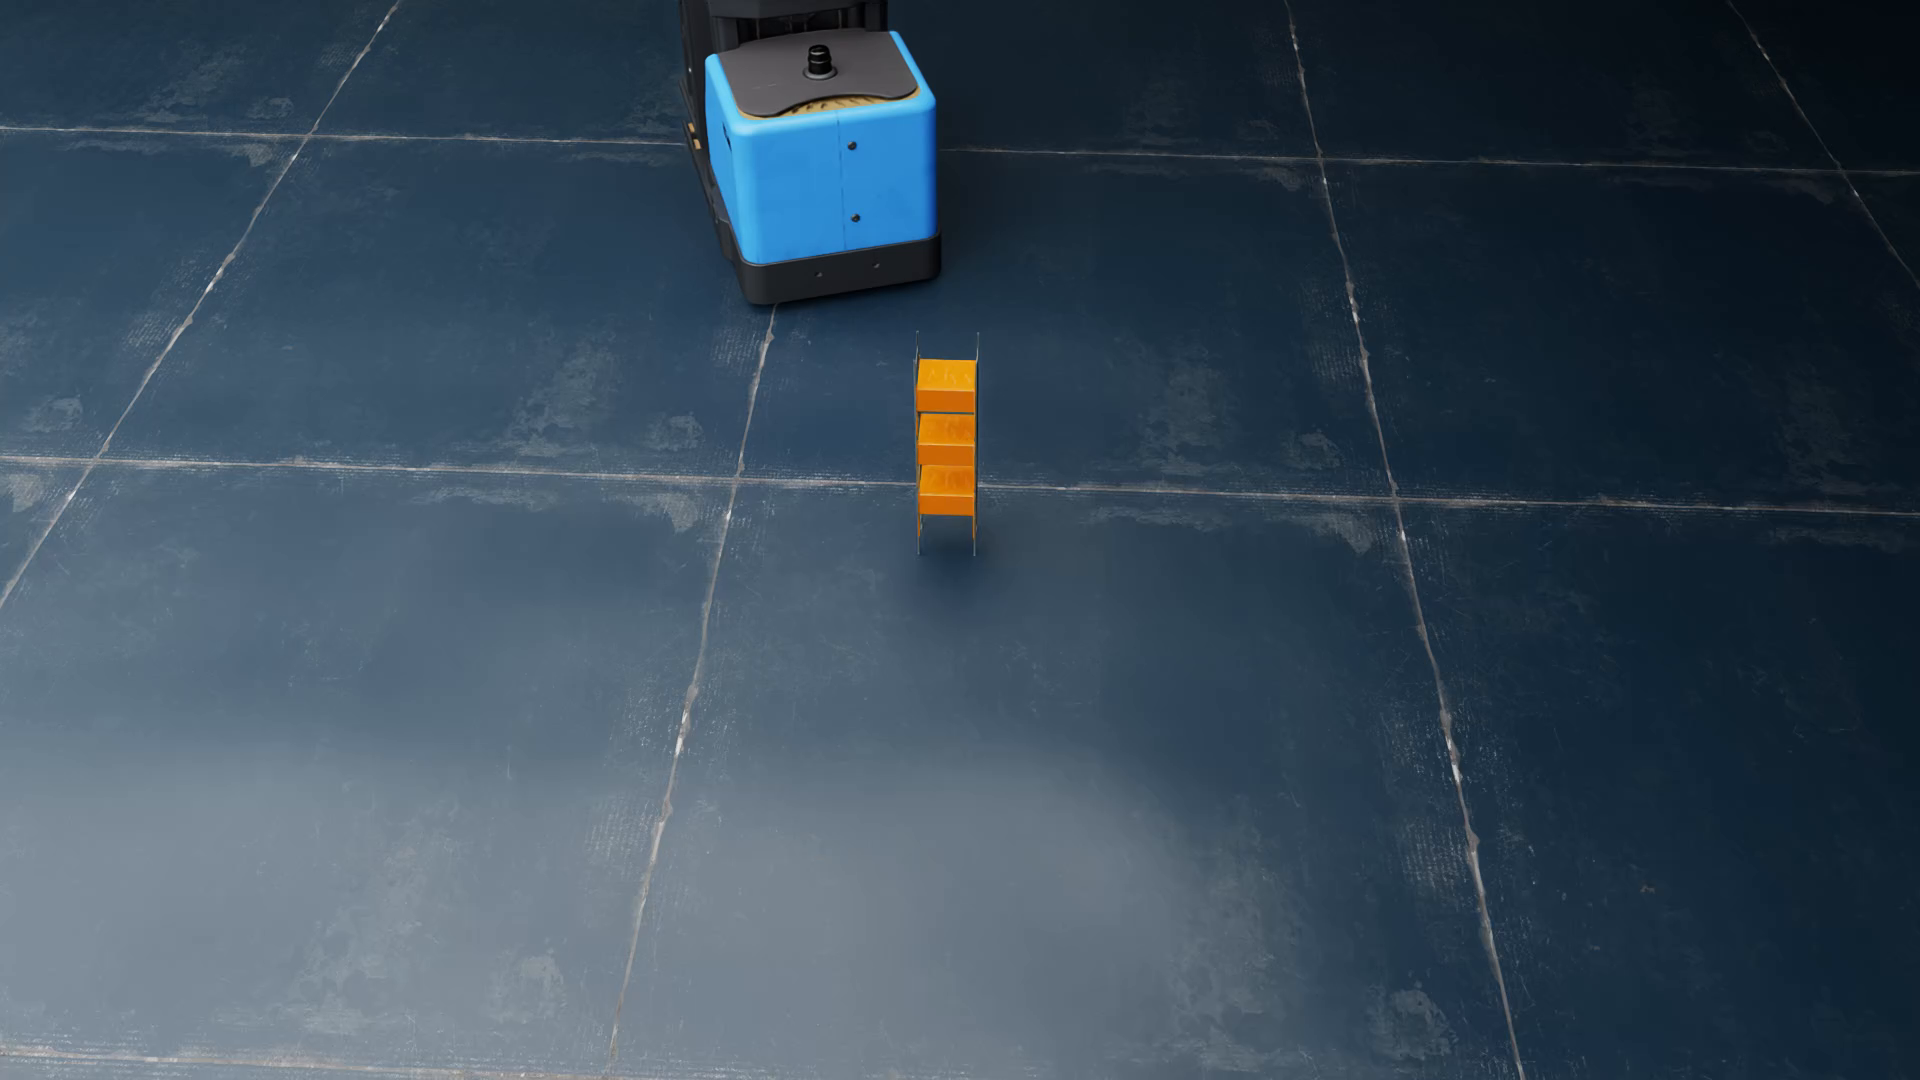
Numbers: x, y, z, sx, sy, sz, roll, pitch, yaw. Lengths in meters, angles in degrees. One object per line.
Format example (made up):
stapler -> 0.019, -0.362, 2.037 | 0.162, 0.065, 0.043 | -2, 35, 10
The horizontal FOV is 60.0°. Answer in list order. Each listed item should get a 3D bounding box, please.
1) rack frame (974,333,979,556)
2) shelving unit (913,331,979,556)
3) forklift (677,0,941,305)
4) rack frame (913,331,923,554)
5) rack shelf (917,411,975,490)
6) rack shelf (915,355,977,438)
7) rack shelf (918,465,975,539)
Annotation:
rack frame -> 0.068, -0.382, 6.975 | 0.008, 1.050, 0.200 | 2, 43, 2
shelving unit -> -0.053, -0.386, 6.979 | 0.252, 1.050, 0.215 | 2, 43, 2
forklift -> -0.994, -3.298, 8.726 | 1.130, 2.935, 3.031 | -11, 44, -12
rack frame -> -0.175, -0.390, 6.983 | 0.008, 1.050, 0.200 | 2, 43, 2
rack shelf -> -0.053, -0.378, 6.987 | 0.240, 0.259, 0.215 | 2, 43, 2
rack shelf -> -0.053, -0.586, 6.793 | 0.240, 0.259, 0.215 | 2, 43, 2
rack shelf -> -0.053, -0.175, 7.176 | 0.240, 0.259, 0.215 | 2, 43, 2
